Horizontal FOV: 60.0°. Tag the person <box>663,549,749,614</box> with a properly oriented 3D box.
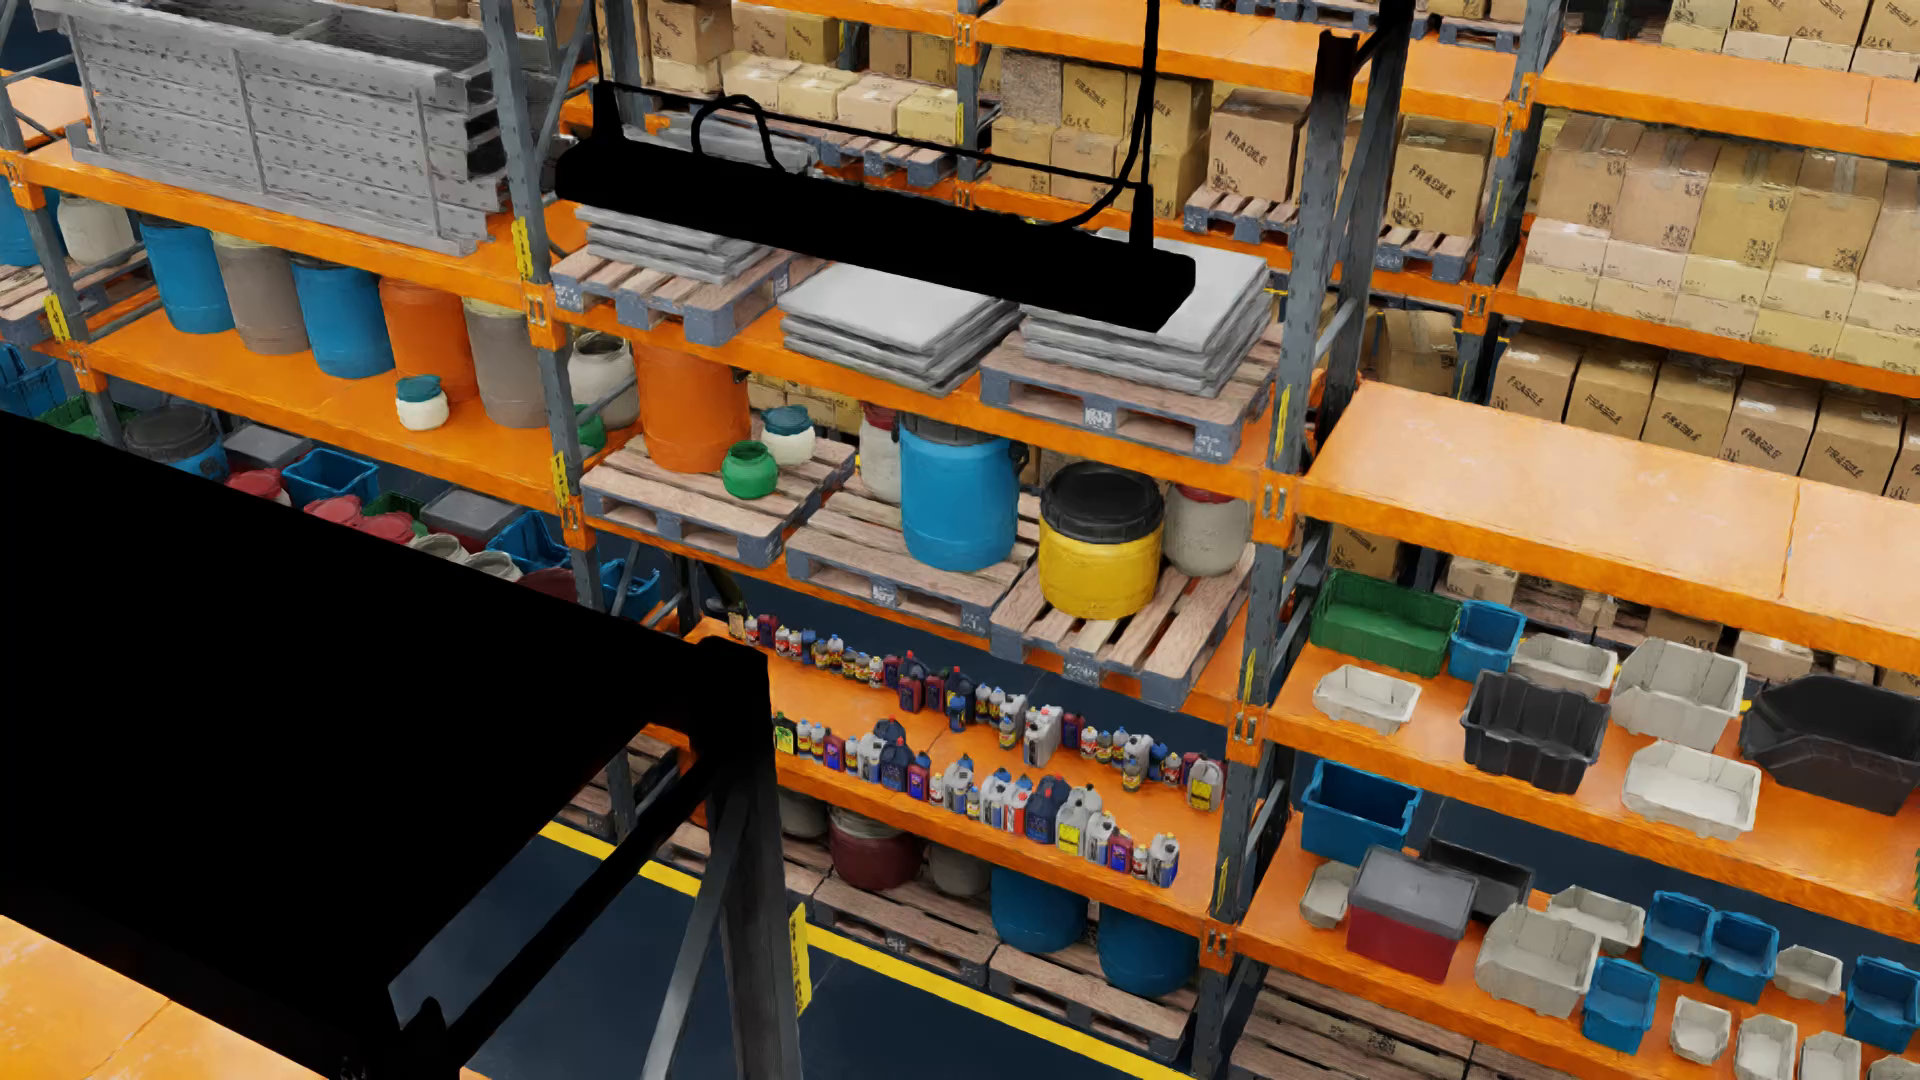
[{"bbox_3d":[-2.067,-0.299,12.778,1.103,1.715,0.573,22,41,28],"label":"person"}]

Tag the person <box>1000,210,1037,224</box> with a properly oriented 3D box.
[{"bbox_3d":[0.545,-2.522,15.979,1.120,1.691,0.577,18,39,24],"label":"person"}]
